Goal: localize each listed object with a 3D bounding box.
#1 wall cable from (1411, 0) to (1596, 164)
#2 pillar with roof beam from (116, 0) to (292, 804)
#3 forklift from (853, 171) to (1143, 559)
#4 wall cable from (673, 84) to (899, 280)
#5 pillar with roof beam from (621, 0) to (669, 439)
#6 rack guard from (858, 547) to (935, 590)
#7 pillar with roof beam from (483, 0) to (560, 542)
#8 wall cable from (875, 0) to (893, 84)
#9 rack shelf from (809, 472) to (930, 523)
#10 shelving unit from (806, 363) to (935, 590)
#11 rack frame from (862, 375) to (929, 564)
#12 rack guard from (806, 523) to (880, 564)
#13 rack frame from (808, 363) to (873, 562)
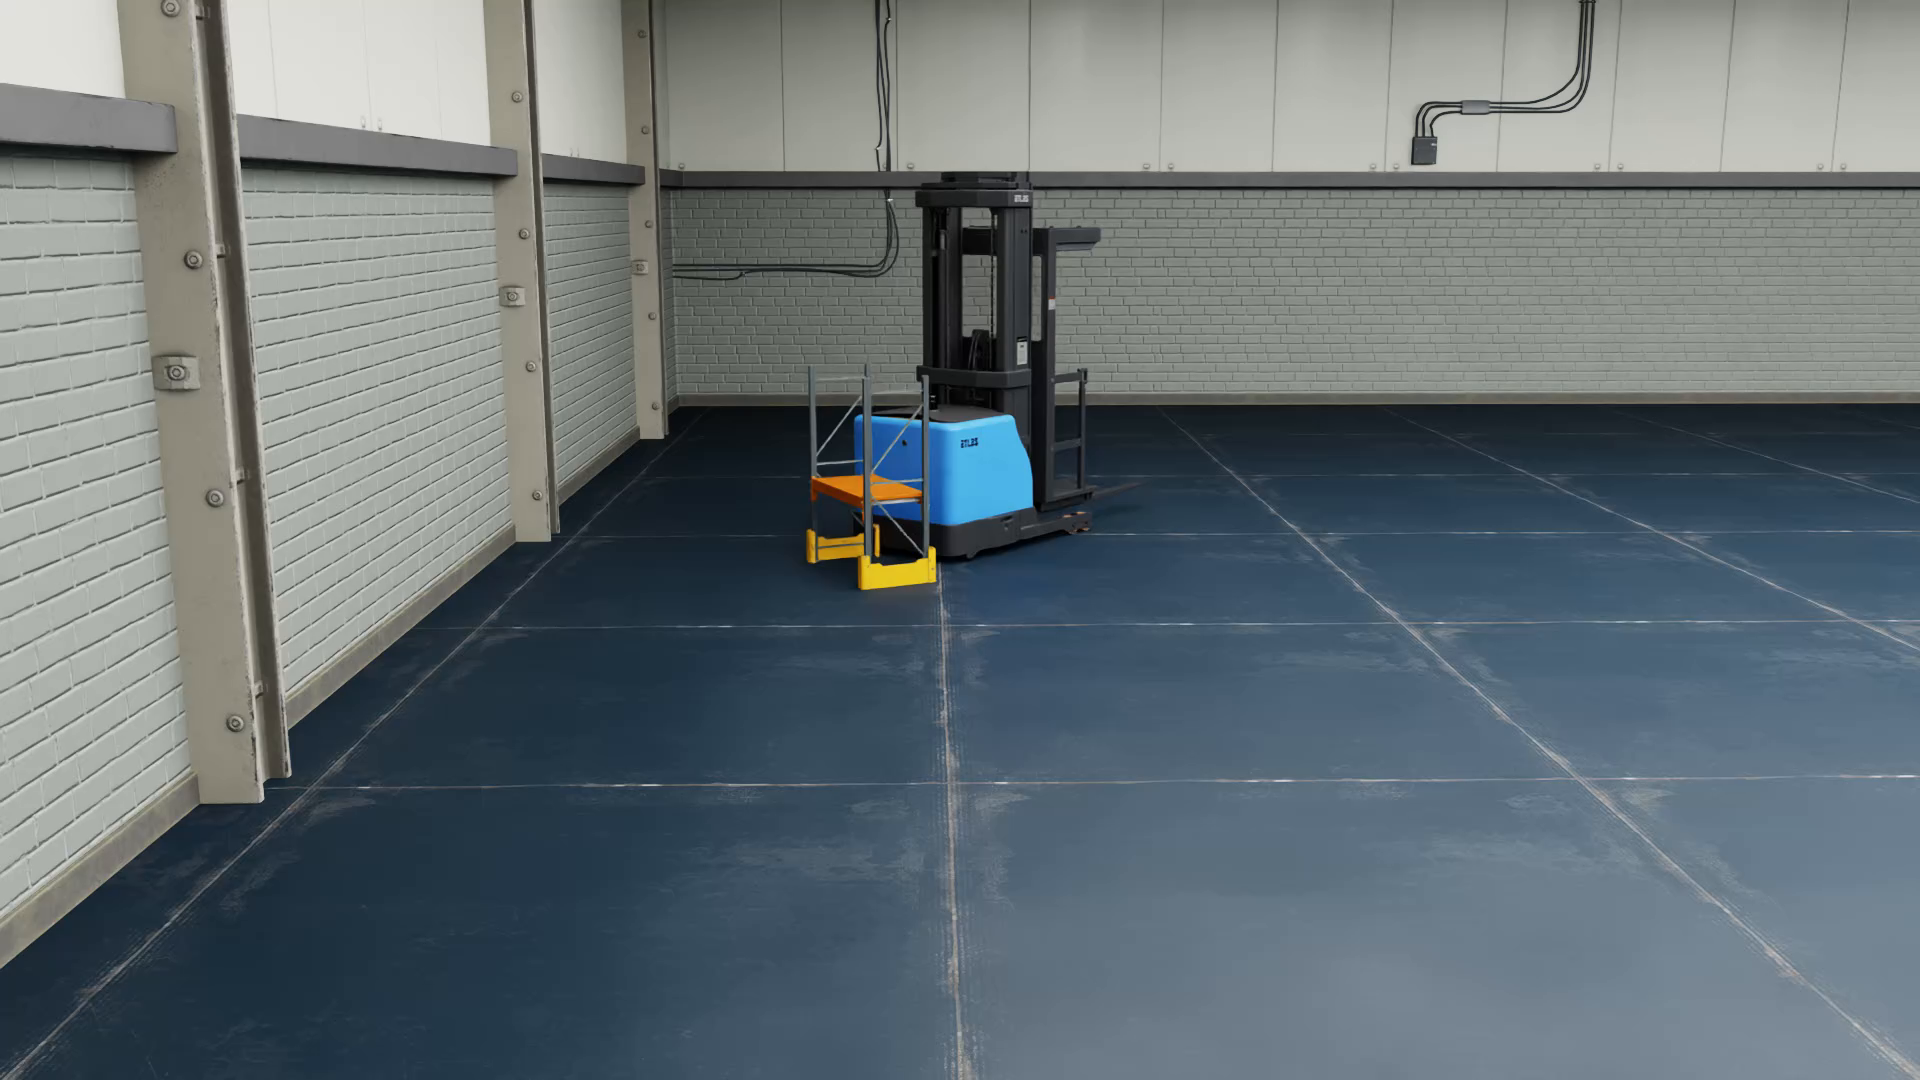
[{"bbox_3d":[7.139,-7.923,21.425,2.305,6.003,0.169,0,11,-1],"label":"wall cable"},{"bbox_3d":[0.938,-3.262,7.003,9.100,9.000,0.400,0,11,-1],"label":"pillar with roof beam"},{"bbox_3d":[0.457,-1.533,13.743,1.130,2.935,3.031,9,14,37],"label":"forklift"},{"bbox_3d":[-2.353,-4.699,21.895,3.097,2.526,0.112,0,11,-1],"label":"wall cable"},{"bbox_3d":[0.690,-5.647,18.761,9.100,9.000,0.400,0,11,-1],"label":"pillar with roof beam"},{"bbox_3d":[-0.452,0.203,11.930,0.587,0.250,0.087,-6,13,-26],"label":"rack guard"},{"bbox_3d":[0.814,-4.454,12.882,9.100,9.000,0.400,0,11,-1],"label":"pillar with roof beam"},{"bbox_3d":[0.352,-7.185,21.448,3.097,2.526,0.112,0,11,-1],"label":"wall cable"},{"bbox_3d":[-0.679,-0.323,12.286,0.538,0.185,1.000,-6,13,-26],"label":"rack shelf"},{"bbox_3d":[-0.675,-0.498,12.242,0.587,1.500,1.083,-6,13,-26],"label":"shelving unit"},{"bbox_3d":[-0.452,-0.409,11.804,0.500,1.500,0.032,-6,13,-26],"label":"rack frame"},{"bbox_3d":[-0.898,0.026,12.803,0.587,0.250,0.087,-6,13,-26],"label":"rack guard"},{"bbox_3d":[-0.906,-0.590,12.695,0.500,1.500,0.032,-6,13,-26],"label":"rack frame"}]
